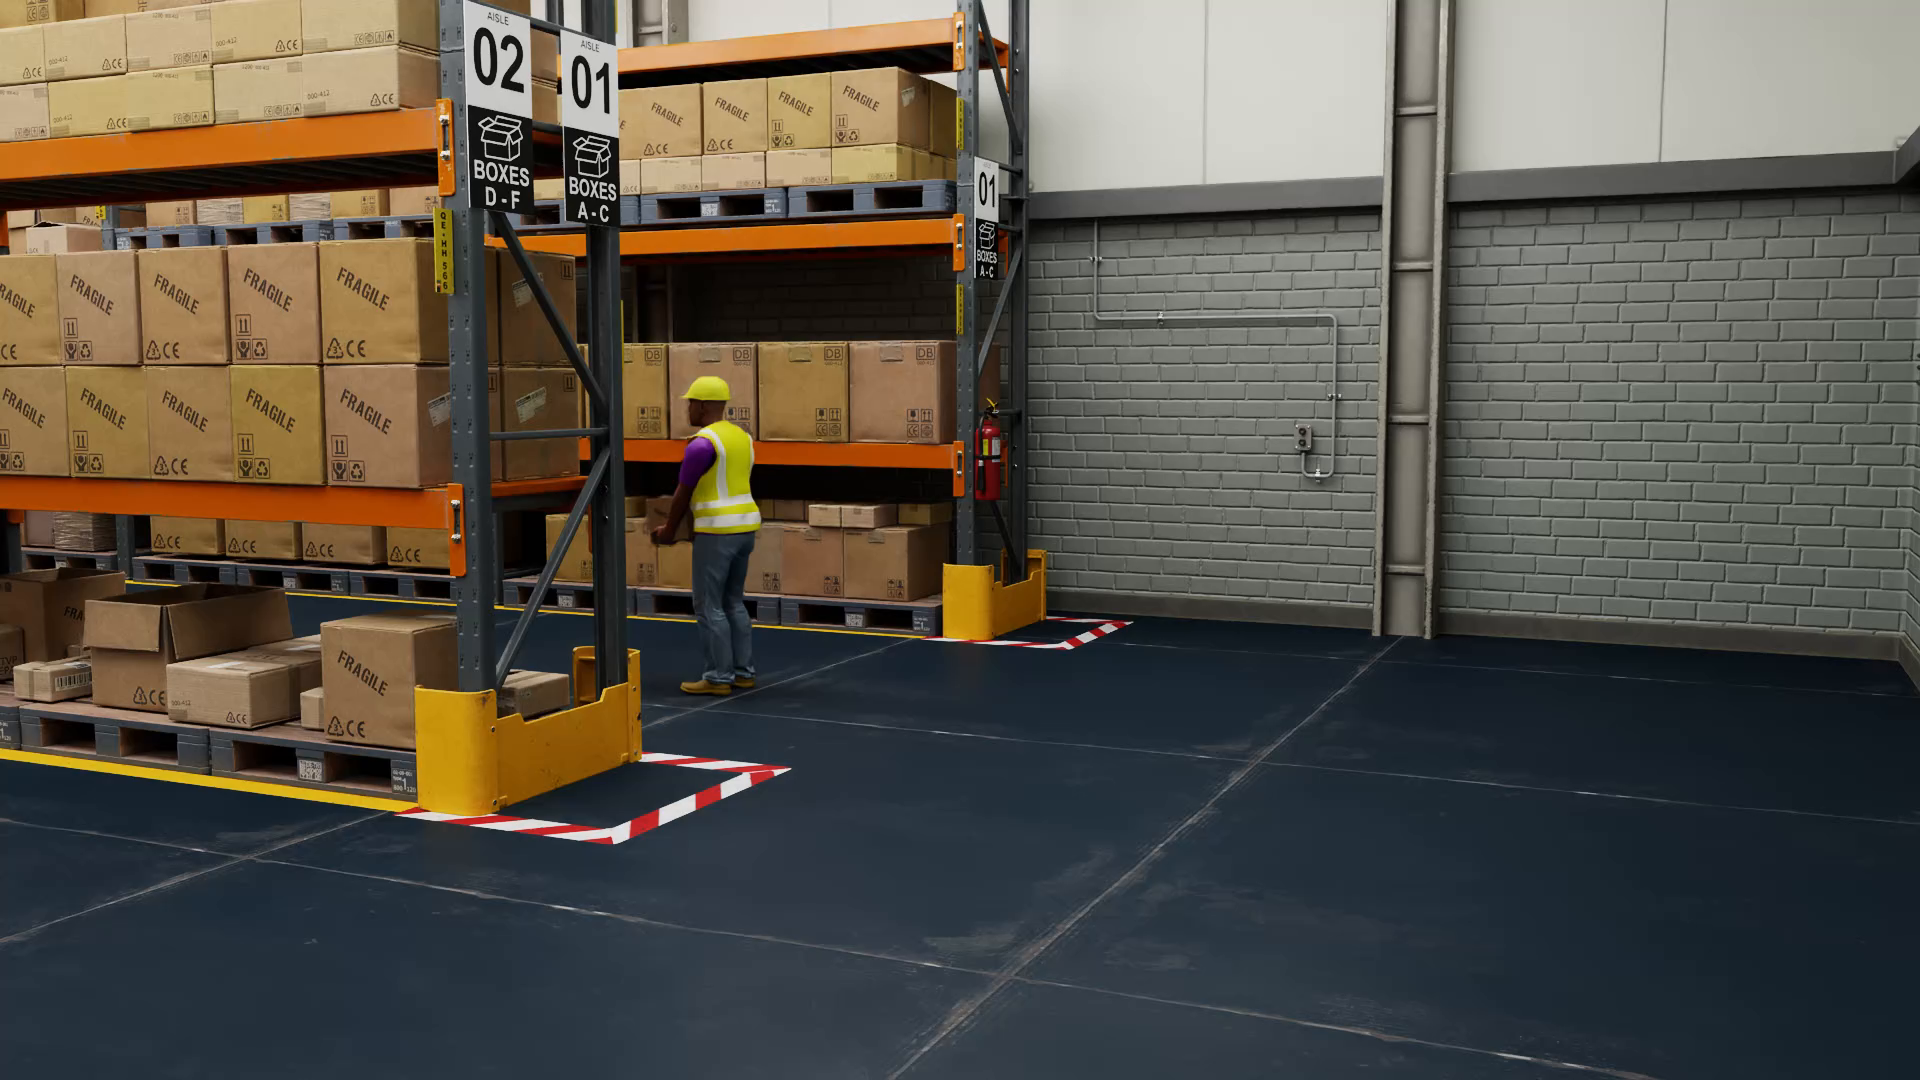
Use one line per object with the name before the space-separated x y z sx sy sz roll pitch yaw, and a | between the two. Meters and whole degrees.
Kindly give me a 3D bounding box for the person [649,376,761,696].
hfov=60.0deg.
person | -1.423 -0.032 9.288 0.581 1.758 0.504 2 6 23
